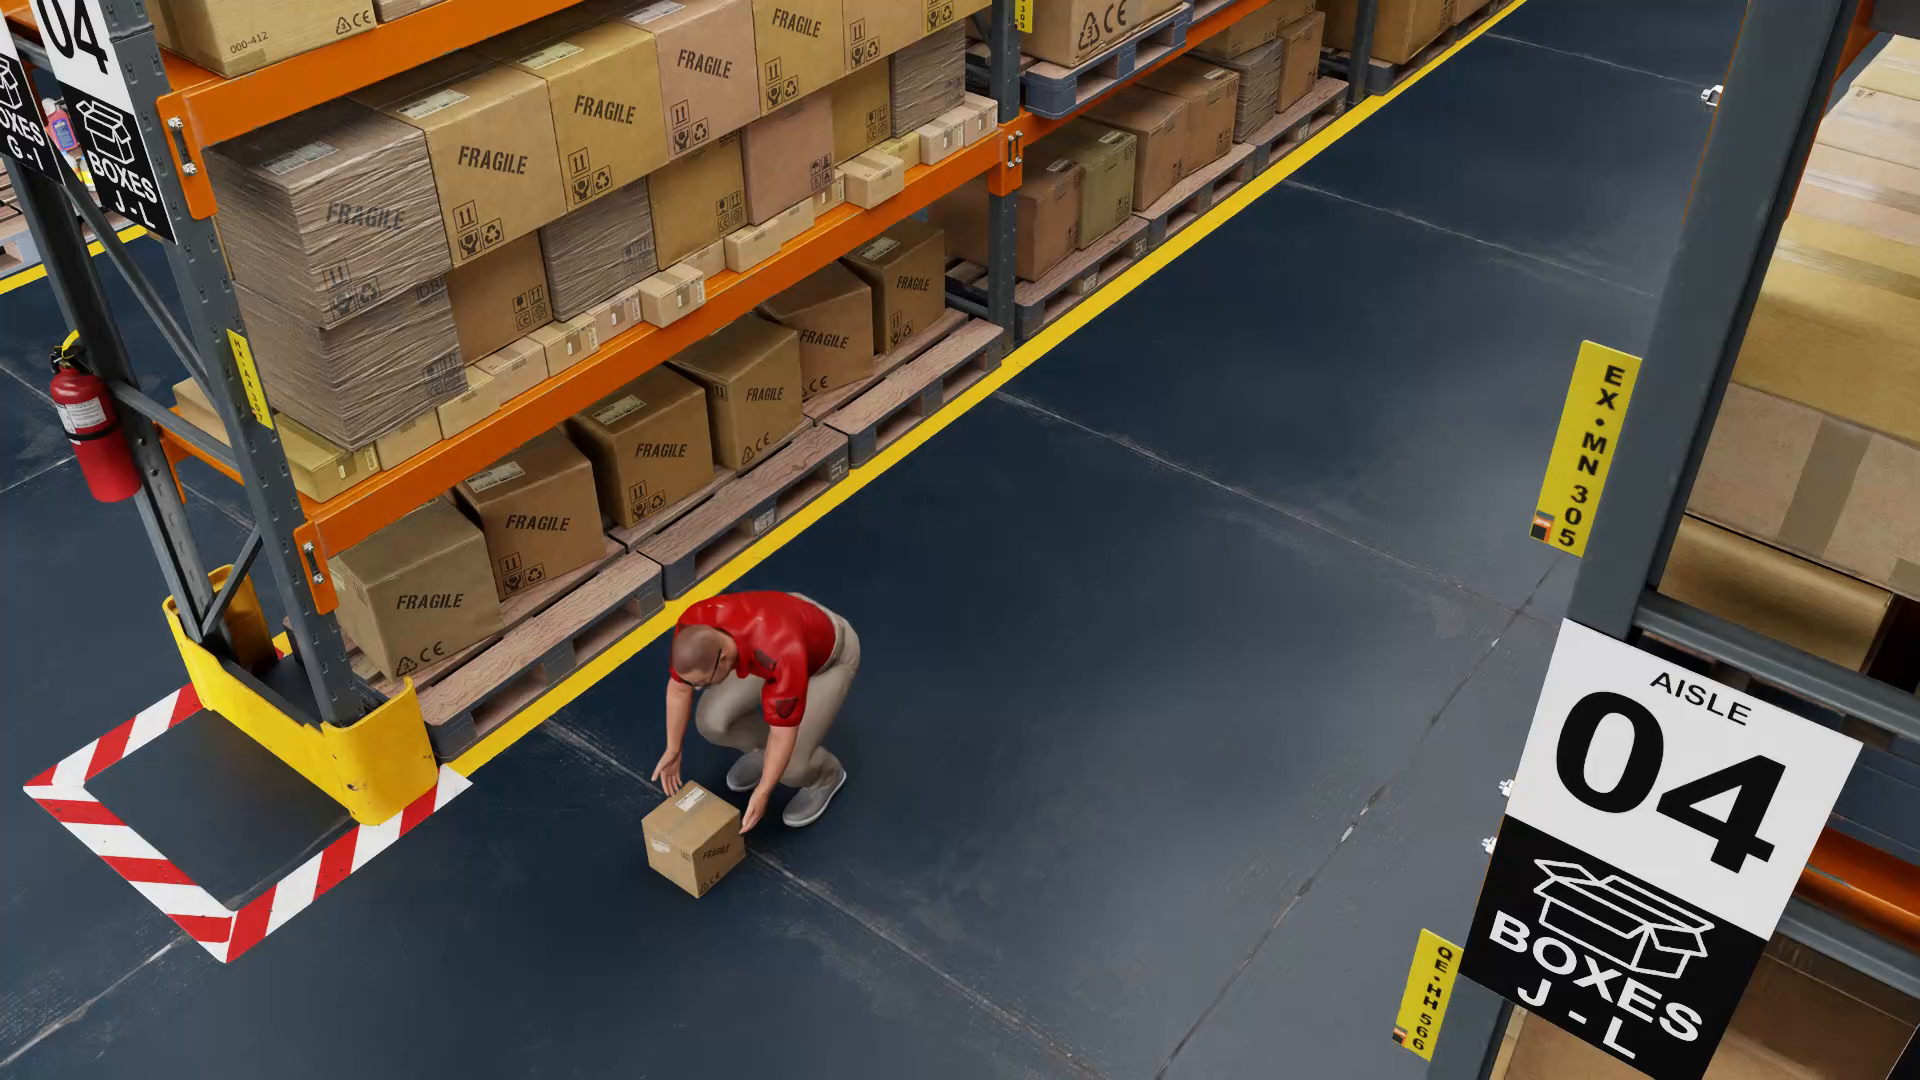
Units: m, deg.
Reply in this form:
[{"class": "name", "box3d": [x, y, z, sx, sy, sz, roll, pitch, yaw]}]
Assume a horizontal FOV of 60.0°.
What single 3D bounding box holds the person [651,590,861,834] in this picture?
[{"class": "person", "box3d": [-0.688, 0.561, 5.961, 0.574, 1.114, 0.830, 25, 45, 28]}]
